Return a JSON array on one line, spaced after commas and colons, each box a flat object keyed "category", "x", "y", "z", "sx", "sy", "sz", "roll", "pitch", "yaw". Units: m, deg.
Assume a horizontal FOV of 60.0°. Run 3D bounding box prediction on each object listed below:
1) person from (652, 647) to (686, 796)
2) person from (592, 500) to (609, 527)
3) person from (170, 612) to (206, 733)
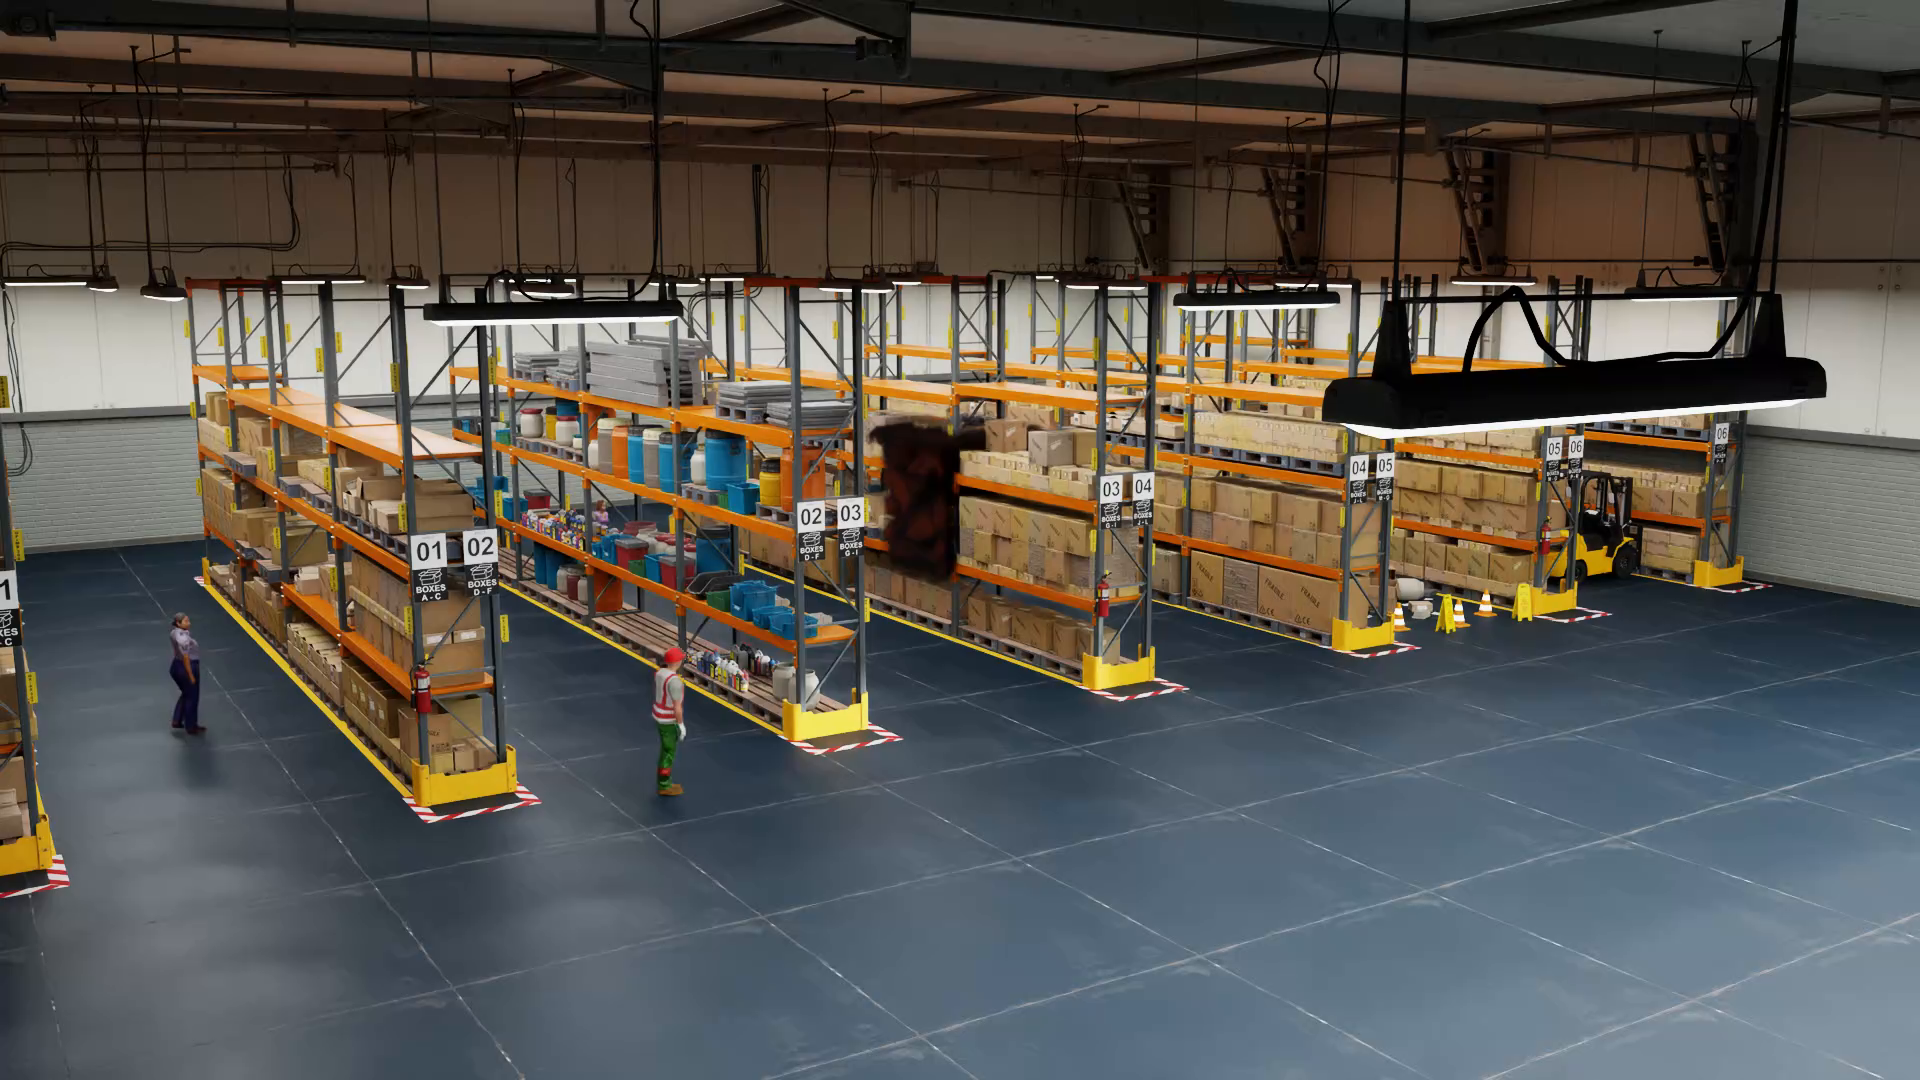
[{"category": "person", "x": -3.452, "y": 2.154, "z": 19.835, "sx": 0.408, "sy": 1.785, "sz": 0.593, "roll": -4, "pitch": 10, "yaw": -23}, {"category": "person", "x": -7.288, "y": -0.054, "z": 33.588, "sx": 0.418, "sy": 1.542, "sz": 0.847, "roll": -8, "pitch": 13, "yaw": -41}, {"category": "person", "x": -10.459, "y": 1.789, "z": 22.446, "sx": 0.521, "sy": 1.641, "sz": 0.380, "roll": 7, "pitch": 12, "yaw": 36}]
